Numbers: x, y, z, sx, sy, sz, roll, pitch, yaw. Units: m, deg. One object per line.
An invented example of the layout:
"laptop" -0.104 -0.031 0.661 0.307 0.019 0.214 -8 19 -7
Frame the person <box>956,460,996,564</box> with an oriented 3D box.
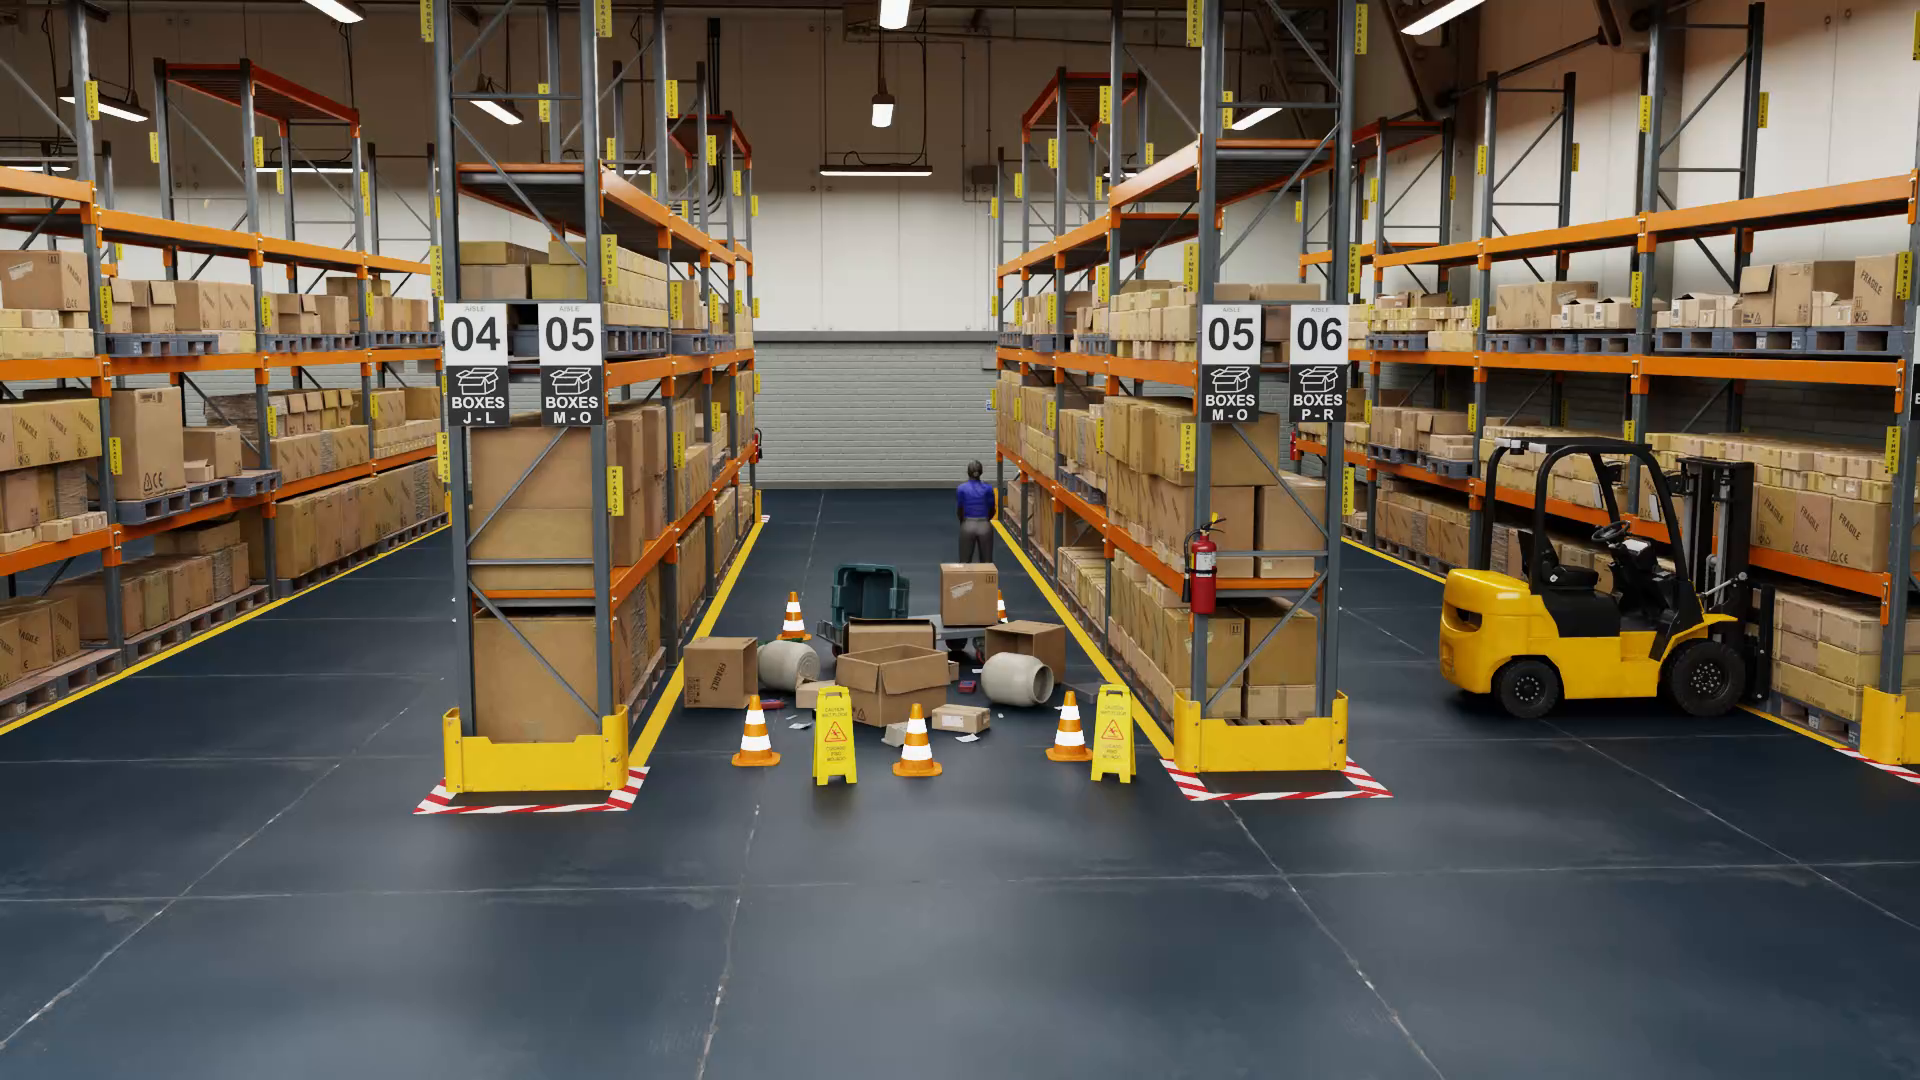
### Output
"person" 0.176 -0.079 18.460 0.451 1.650 0.518 0 7 -3
